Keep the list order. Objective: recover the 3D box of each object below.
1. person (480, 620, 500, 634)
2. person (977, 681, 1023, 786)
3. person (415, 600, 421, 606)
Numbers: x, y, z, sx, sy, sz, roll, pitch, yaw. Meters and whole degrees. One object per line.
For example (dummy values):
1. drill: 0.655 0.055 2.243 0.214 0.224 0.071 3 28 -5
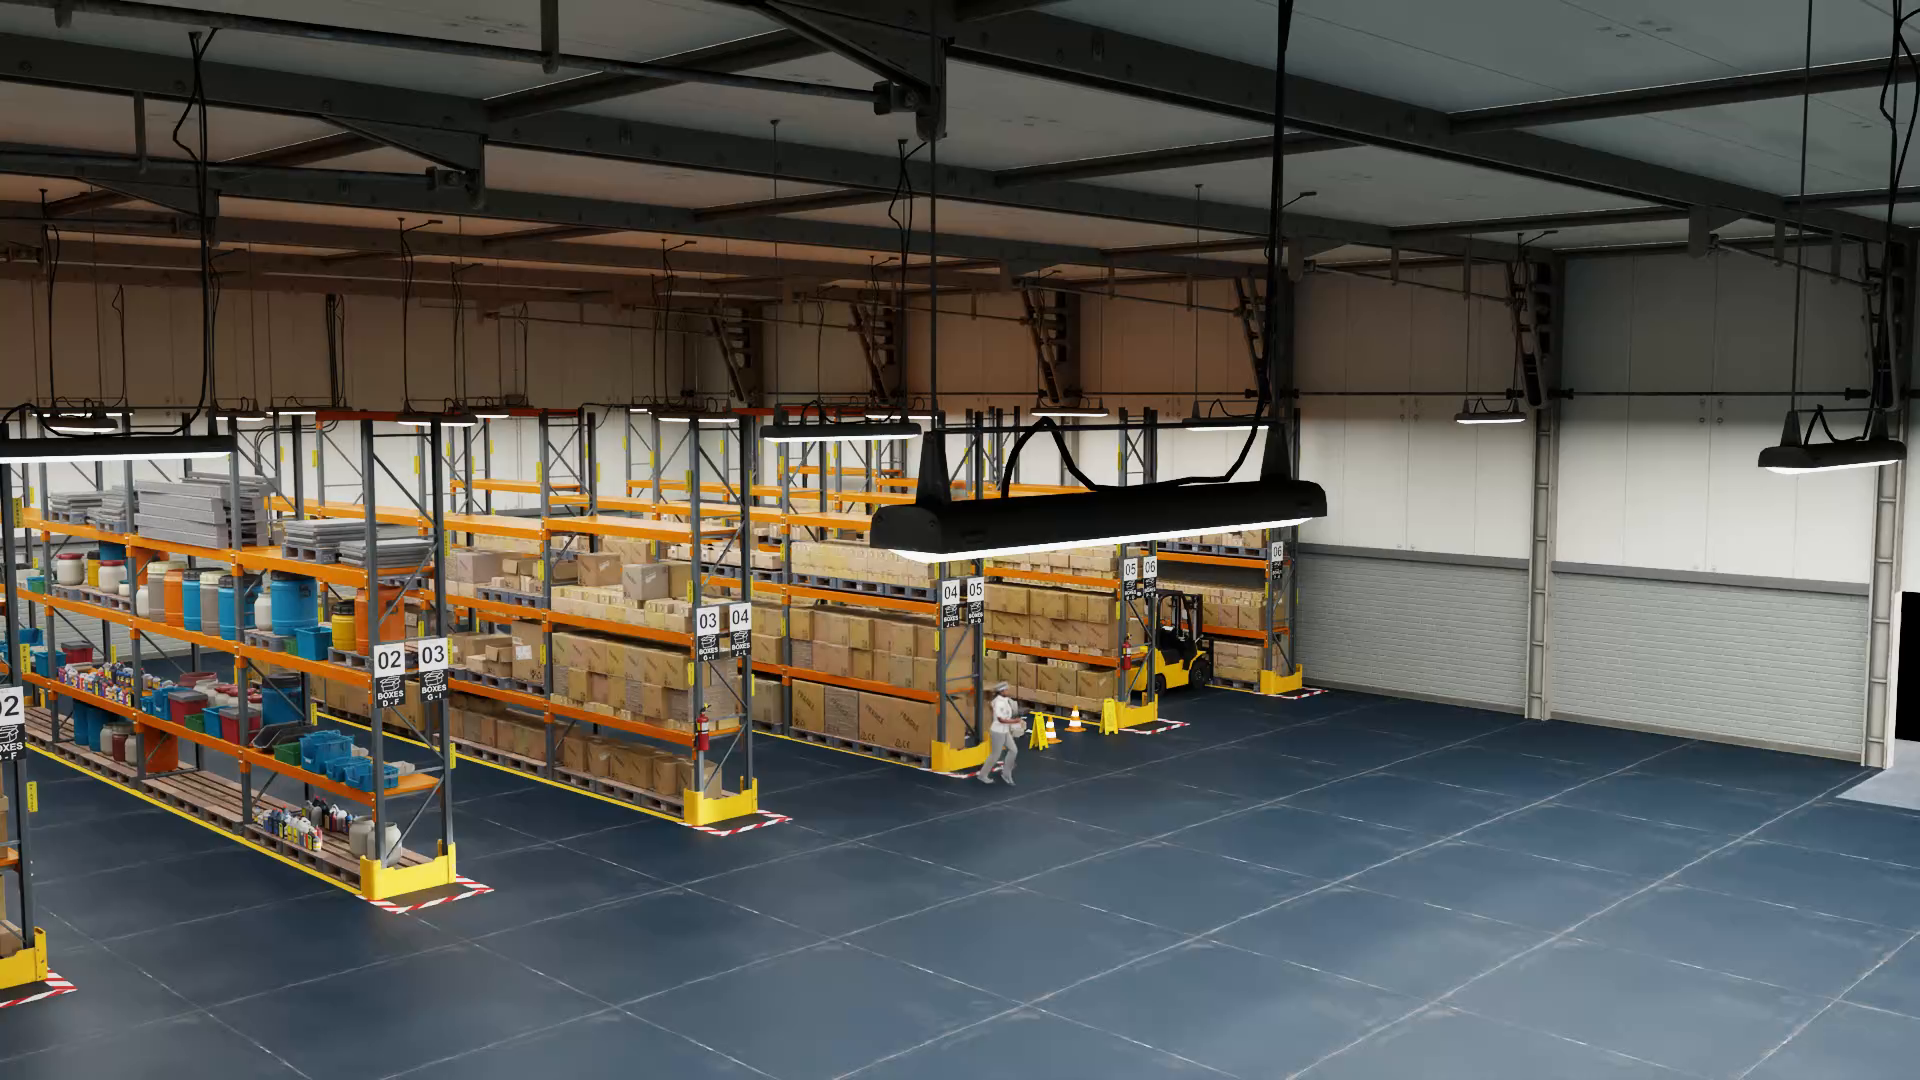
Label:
1. person: -11.497 1.844 40.604 0.847 1.770 0.691 1 5 7
2. person: 0.657 3.133 26.804 0.739 1.765 0.589 1 5 12
3. person: -12.304 2.174 37.624 0.718 1.663 0.557 -3 6 -33
